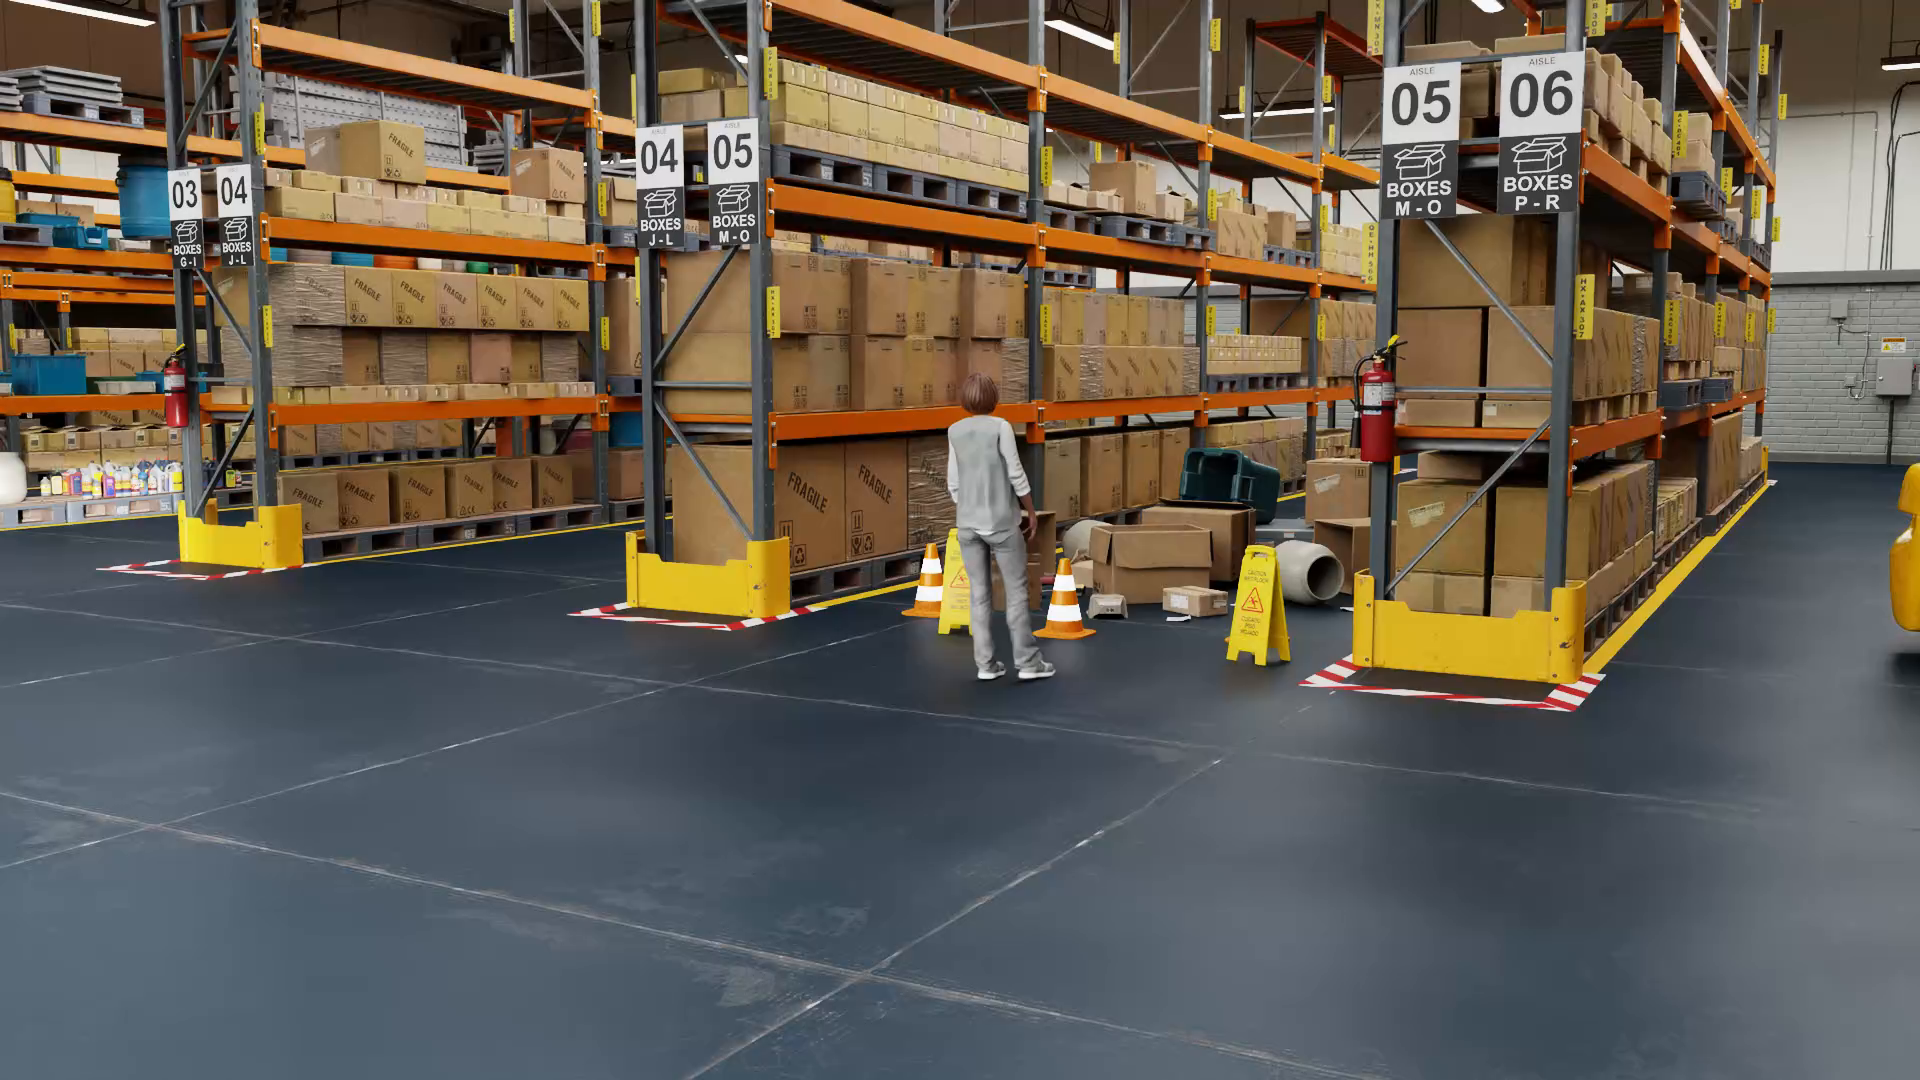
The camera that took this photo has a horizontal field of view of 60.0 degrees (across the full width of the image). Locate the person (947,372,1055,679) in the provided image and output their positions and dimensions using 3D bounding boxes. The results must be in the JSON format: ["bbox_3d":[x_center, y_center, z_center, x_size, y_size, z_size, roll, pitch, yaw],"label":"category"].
[{"bbox_3d":[0.195,-0.059,8.645,0.501,1.574,0.473,3,7,29],"label":"person"}]
